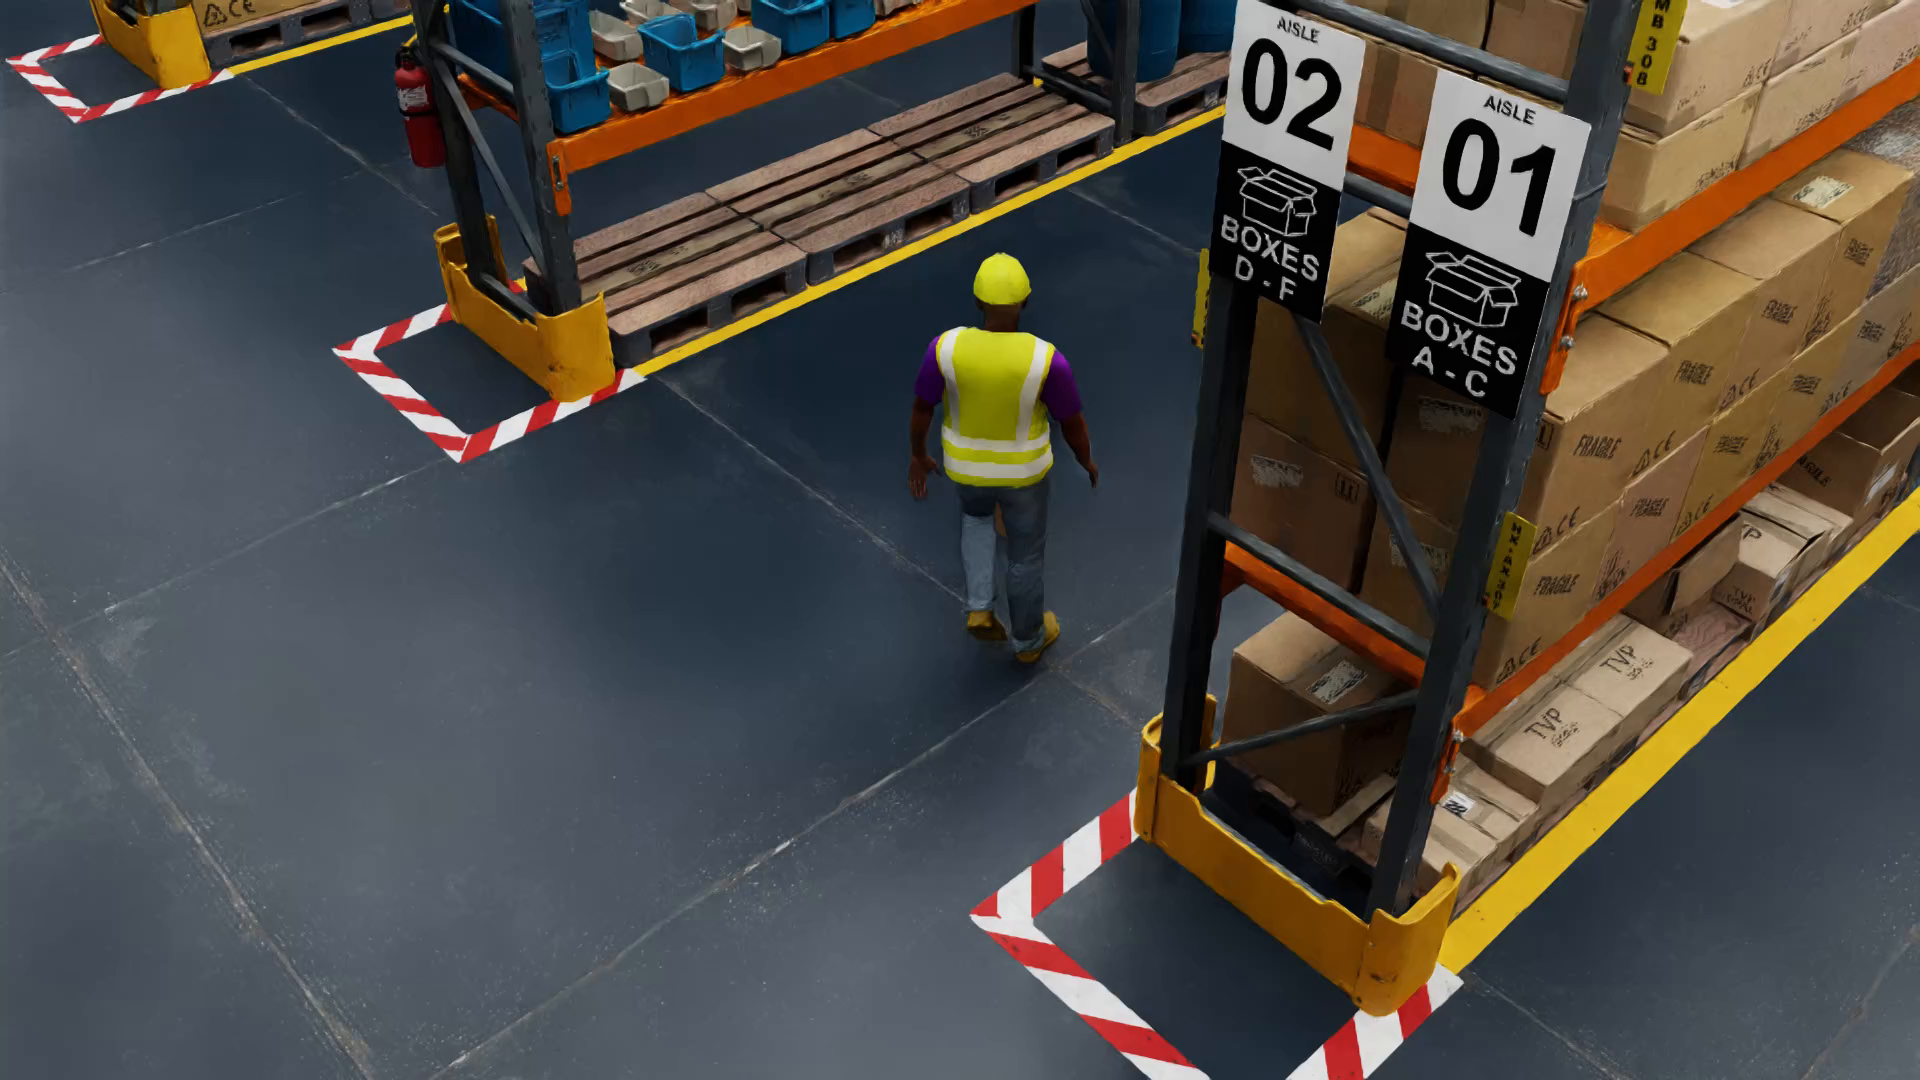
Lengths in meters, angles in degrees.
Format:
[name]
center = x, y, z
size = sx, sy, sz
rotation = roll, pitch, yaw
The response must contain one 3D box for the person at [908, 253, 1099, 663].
[person]
center = 0.160, -0.282, 6.453
size = 0.726, 1.752, 0.494
rotation = 9, 40, 11
